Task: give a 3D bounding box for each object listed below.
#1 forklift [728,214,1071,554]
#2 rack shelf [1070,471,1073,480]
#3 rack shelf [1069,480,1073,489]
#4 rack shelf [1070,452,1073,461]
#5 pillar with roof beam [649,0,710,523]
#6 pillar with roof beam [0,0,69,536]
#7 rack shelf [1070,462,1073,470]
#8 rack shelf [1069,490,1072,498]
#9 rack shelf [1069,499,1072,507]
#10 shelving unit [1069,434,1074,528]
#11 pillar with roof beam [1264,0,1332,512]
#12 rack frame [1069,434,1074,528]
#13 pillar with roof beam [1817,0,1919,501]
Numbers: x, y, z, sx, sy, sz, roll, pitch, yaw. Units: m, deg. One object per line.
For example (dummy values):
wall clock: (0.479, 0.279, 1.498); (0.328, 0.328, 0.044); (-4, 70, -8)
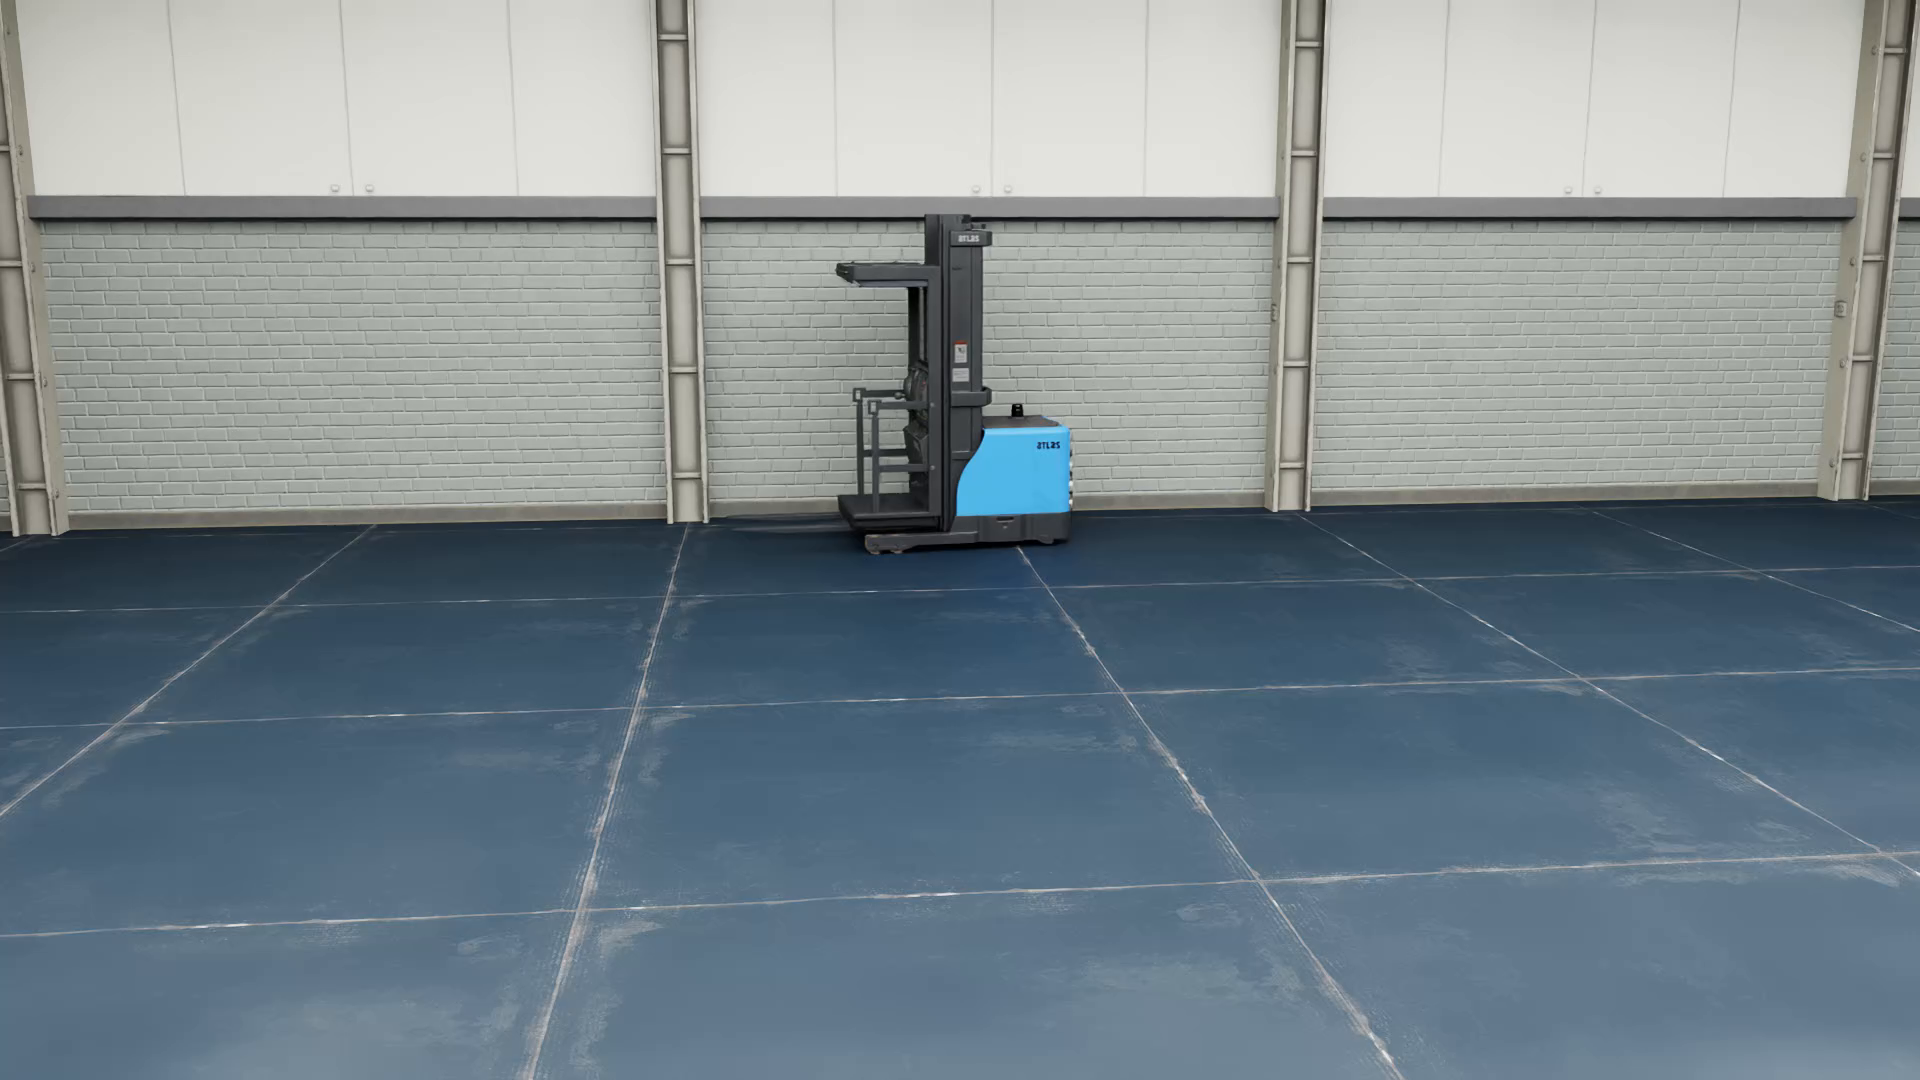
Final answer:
forklift: (-0.572, -1.425, 14.902); (3.031, 2.935, 1.130); (-2, 11, -11)
rack shelf: (0.938, -0.629, 15.821); (0.200, 0.077, 0.258); (-3, 11, -14)
rack shelf: (0.938, -0.540, 15.838); (0.200, 0.077, 0.258); (-3, 11, -14)
rack shelf: (0.938, -0.805, 15.786); (0.200, 0.077, 0.258); (-3, 11, -14)
pillar with roof beam: (-2.182, -3.783, 11.167); (0.400, 9.000, 9.100); (-1, 11, -6)
pillar with roof beam: (-8.147, -3.658, 10.531); (0.400, 9.000, 9.100); (-1, 11, -6)
rack shelf: (0.938, -0.717, 15.803); (0.200, 0.077, 0.258); (-3, 11, -14)
rack shelf: (0.938, -0.452, 15.855); (0.200, 0.077, 0.258); (-3, 11, -14)
rack shelf: (0.938, -0.364, 15.873); (0.200, 0.077, 0.258); (-3, 11, -14)
shelving unit: (0.938, -0.573, 15.832); (0.210, 0.900, 0.258); (-3, 11, -14)
pillar with roof beam: (3.783, -3.908, 11.803); (0.400, 9.000, 9.100); (-1, 11, -6)
rack frame: (1.037, -0.578, 15.856); (0.006, 0.900, 0.240); (-3, 11, -14)
pillar with roof beam: (9.748, -4.033, 12.439); (0.400, 9.000, 9.100); (-1, 11, -6)
